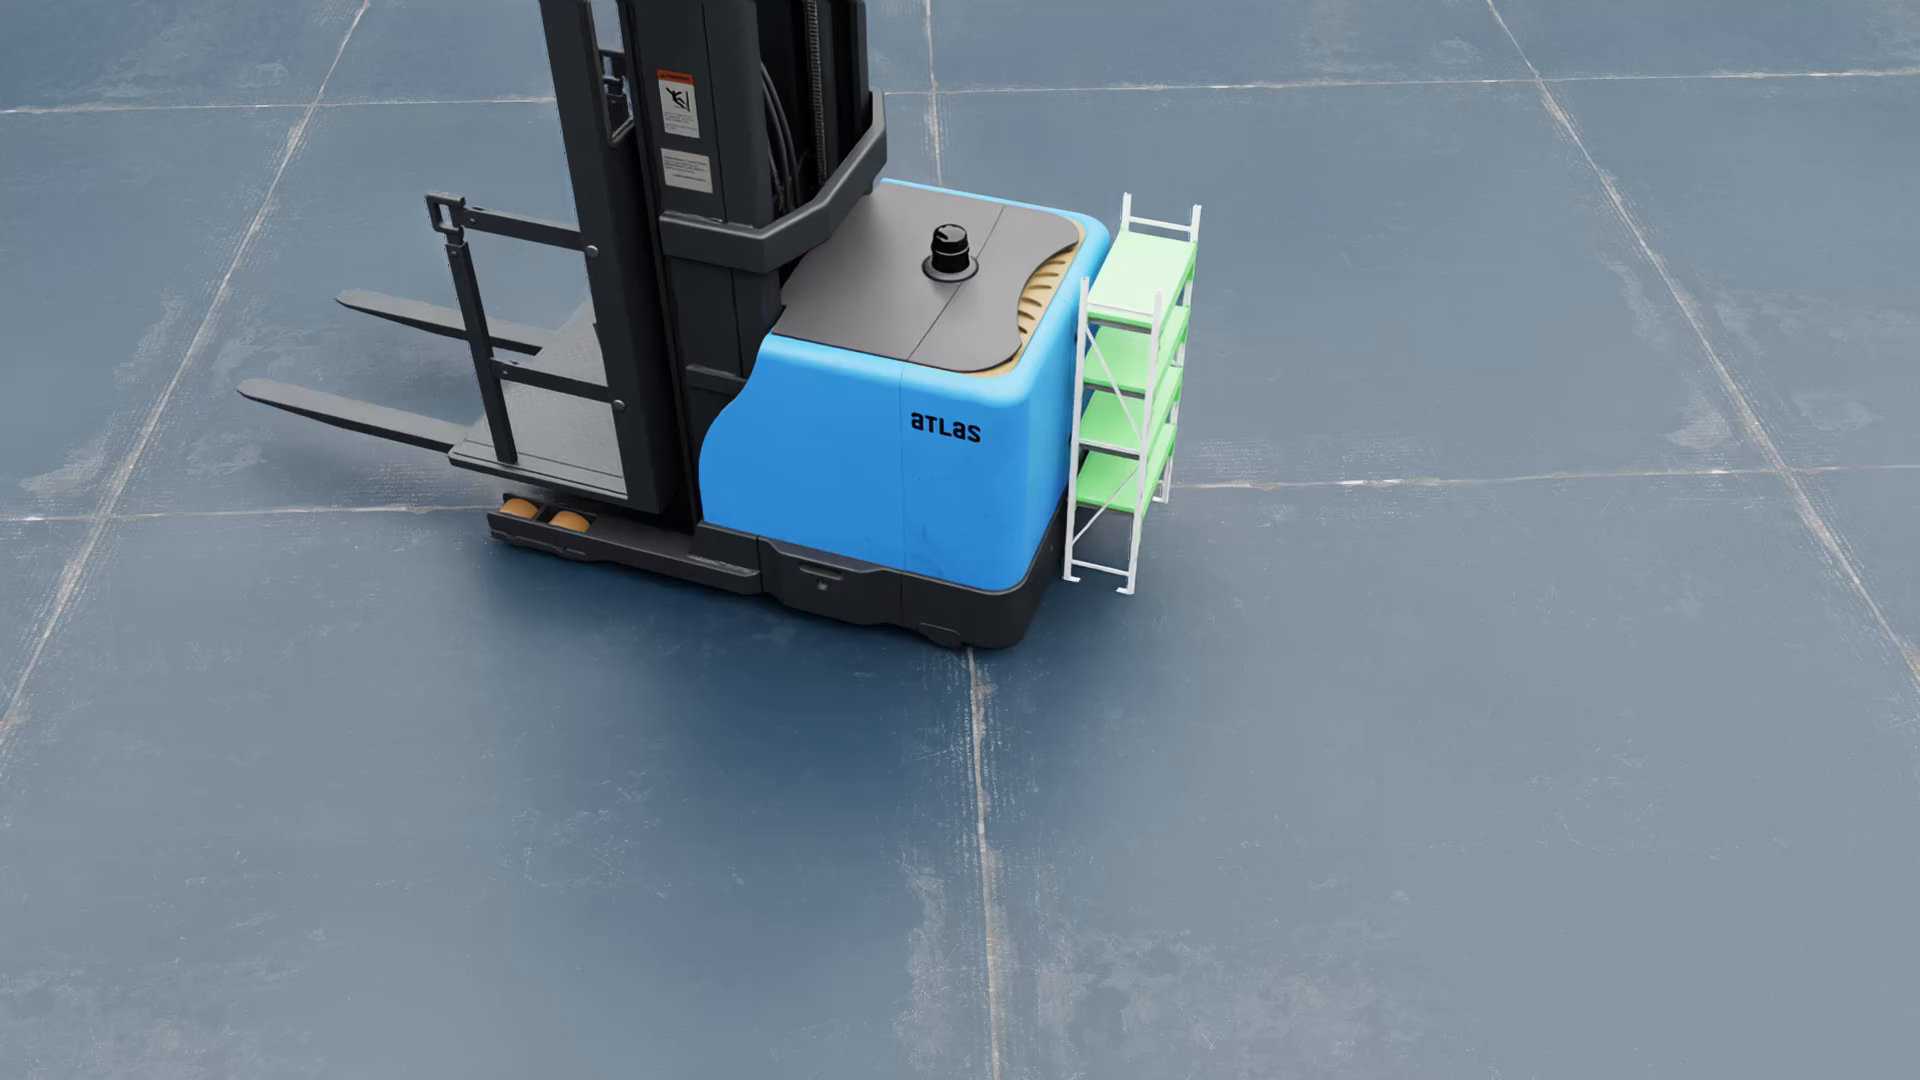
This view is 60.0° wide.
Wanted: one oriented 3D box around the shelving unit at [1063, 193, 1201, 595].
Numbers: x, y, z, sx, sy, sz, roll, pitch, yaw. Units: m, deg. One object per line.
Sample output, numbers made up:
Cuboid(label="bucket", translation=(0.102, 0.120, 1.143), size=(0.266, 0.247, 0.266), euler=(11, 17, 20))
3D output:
Cuboid(label="shelving unit", translation=(0.543, -0.445, 5.347), size=(0.258, 1.200, 0.503), euler=(13, 44, 14))

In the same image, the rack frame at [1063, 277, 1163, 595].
Cuboid(label="rack frame", translation=(0.465, -0.288, 5.177), size=(0.240, 1.200, 0.015), euler=(13, 44, 14))

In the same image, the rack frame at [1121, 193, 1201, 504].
Cuboid(label="rack frame", translation=(0.622, -0.601, 5.517), size=(0.240, 1.200, 0.015), euler=(13, 44, 14))

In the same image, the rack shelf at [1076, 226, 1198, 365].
Cuboid(label="rack shelf", translation=(0.543, -0.751, 5.066), size=(0.258, 0.148, 0.480), euler=(13, 44, 14))

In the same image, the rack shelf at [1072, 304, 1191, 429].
Cuboid(label="rack shelf", translation=(0.543, -0.574, 5.228), size=(0.258, 0.148, 0.480), euler=(13, 44, 14))

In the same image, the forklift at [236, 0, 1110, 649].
Cuboid(label="forklift", translation=(-1.083, -1.336, 5.039), size=(3.031, 2.935, 1.130), euler=(13, 44, 14))

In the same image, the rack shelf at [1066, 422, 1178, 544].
Cuboid(label="rack shelf", translation=(0.543, -0.221, 5.552), size=(0.258, 0.148, 0.480), euler=(13, 44, 14))

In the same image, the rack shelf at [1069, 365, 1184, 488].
Cuboid(label="rack shelf", translation=(0.543, -0.397, 5.390), size=(0.258, 0.148, 0.480), euler=(13, 44, 14))
